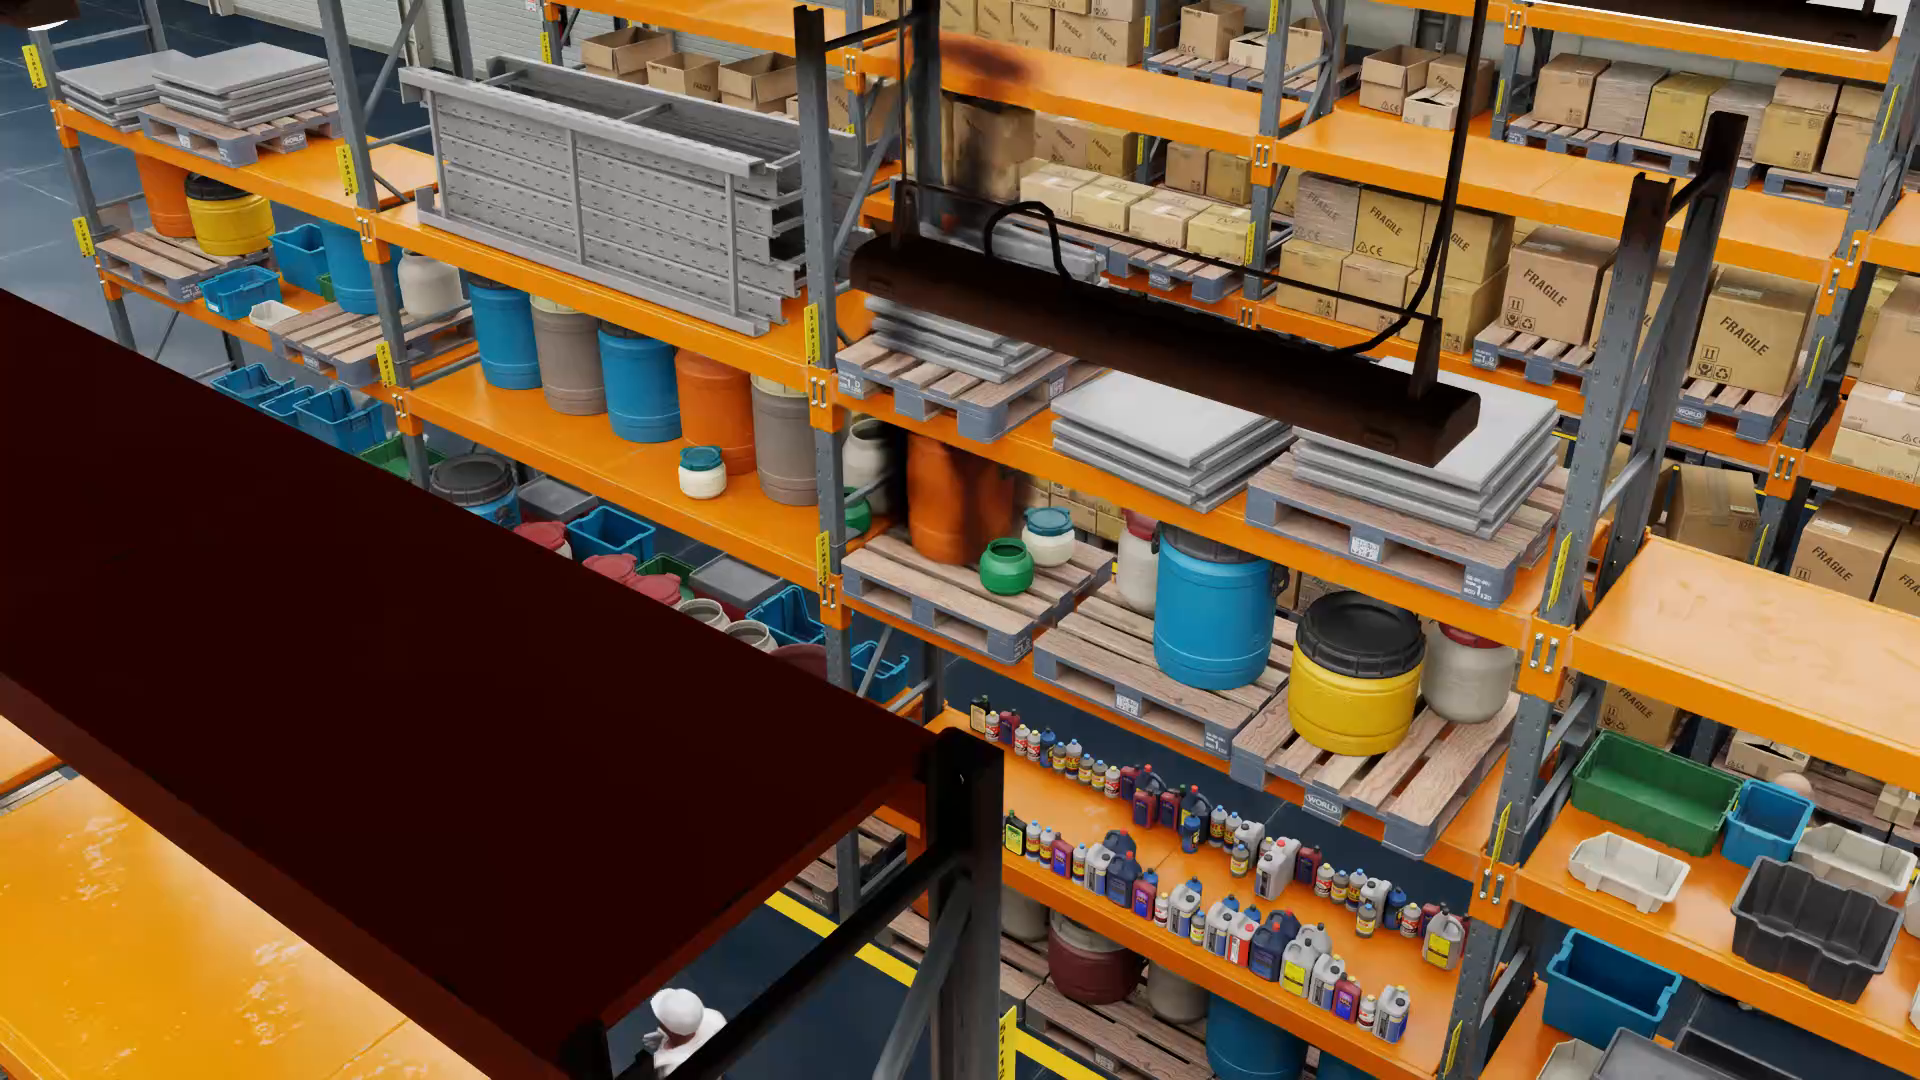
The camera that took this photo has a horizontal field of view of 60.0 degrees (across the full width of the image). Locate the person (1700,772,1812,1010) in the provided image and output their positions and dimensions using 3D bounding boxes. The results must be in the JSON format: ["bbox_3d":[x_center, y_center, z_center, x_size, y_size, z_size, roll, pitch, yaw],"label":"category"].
[{"bbox_3d":[4.880,2.115,10.147,0.633,1.740,0.715,18,36,27],"label":"person"}]

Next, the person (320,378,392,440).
[{"bbox_3d":[-5.880,-1.339,16.095,0.572,1.450,0.523,3,32,5],"label":"person"}]

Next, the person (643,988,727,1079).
[{"bbox_3d":[-1.381,2.953,8.536,0.969,1.771,0.684,15,34,22],"label":"person"}]
